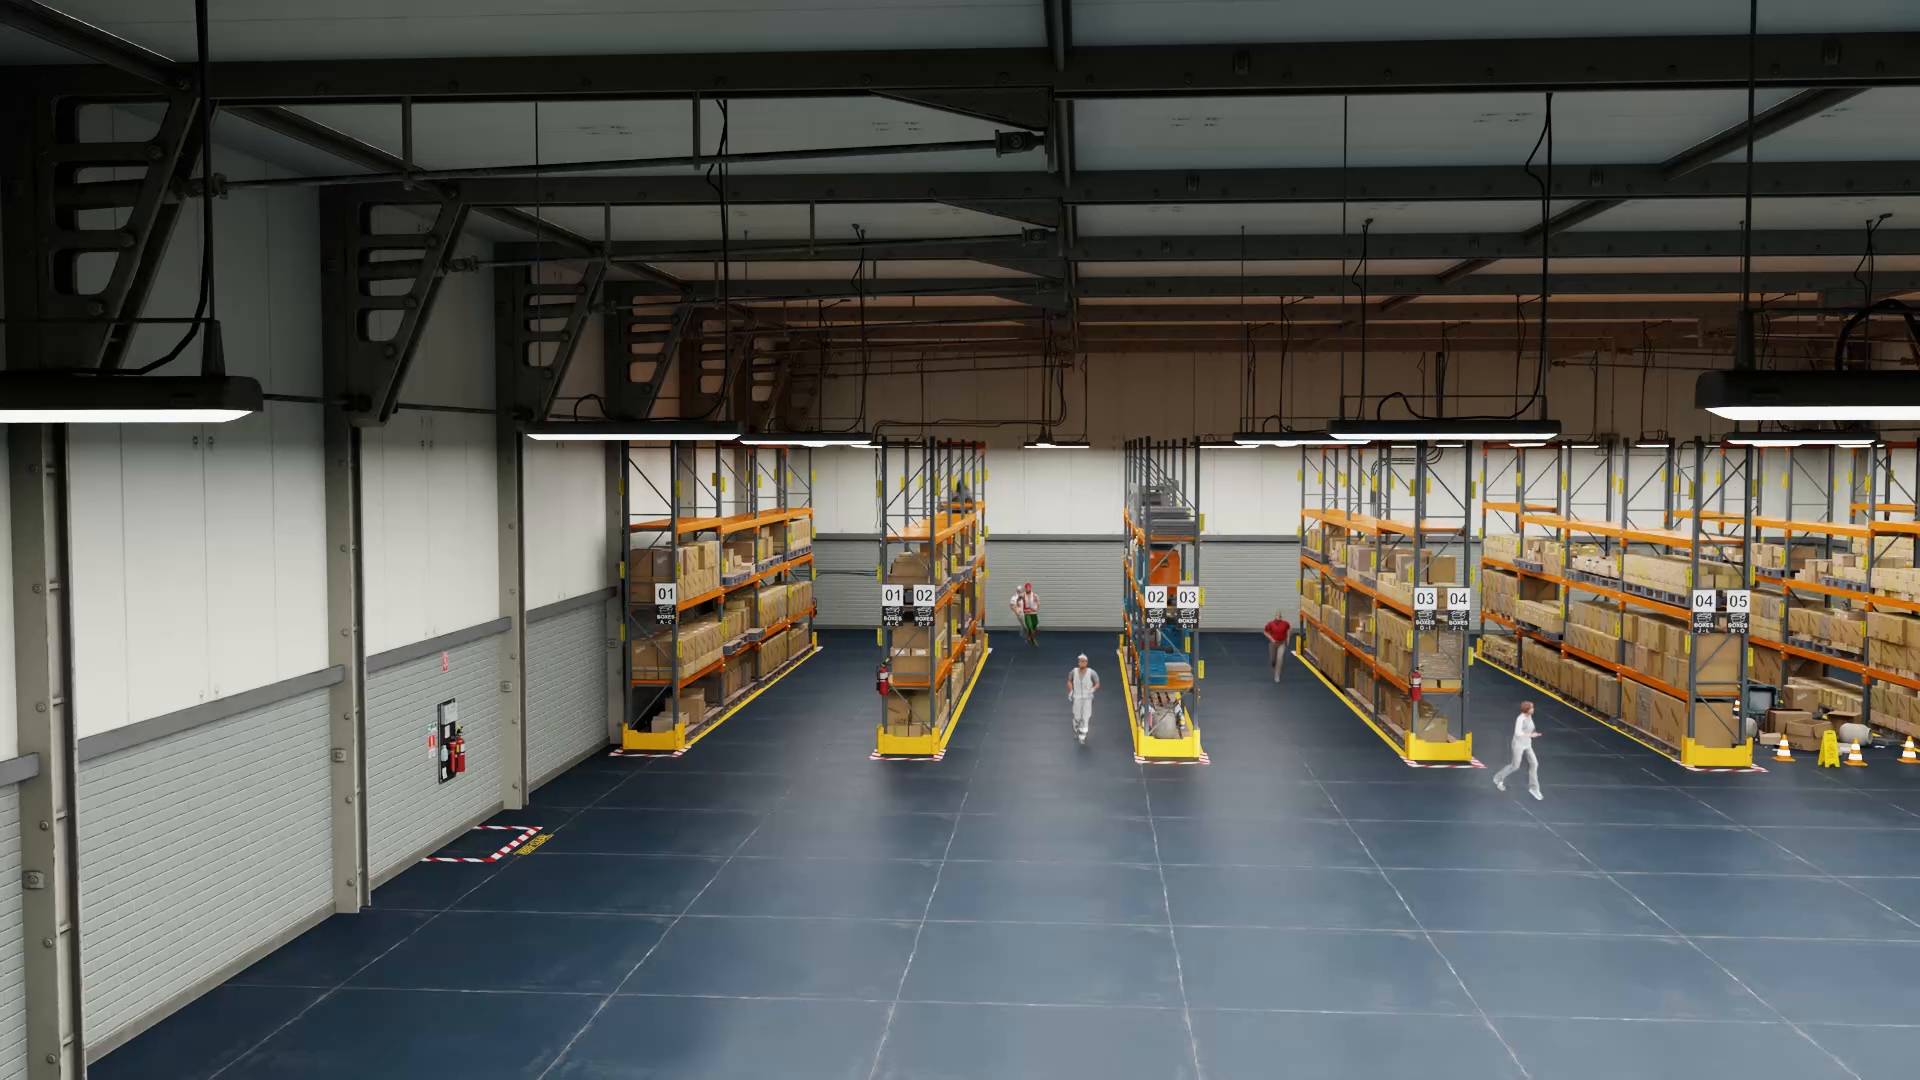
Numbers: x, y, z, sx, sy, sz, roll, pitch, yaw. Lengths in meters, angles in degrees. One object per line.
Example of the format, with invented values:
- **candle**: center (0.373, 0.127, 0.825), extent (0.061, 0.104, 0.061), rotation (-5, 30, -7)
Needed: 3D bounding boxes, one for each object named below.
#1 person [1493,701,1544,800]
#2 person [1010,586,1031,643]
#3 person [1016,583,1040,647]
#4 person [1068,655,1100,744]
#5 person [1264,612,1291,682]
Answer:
- **person**: center (9.269, 3.452, 27.537), extent (0.856, 1.619, 0.562), rotation (3, 4, 41)
- **person**: center (1.802, 2.147, 47.816), extent (0.662, 1.674, 0.496), rotation (-2, 4, -39)
- **person**: center (1.942, 2.097, 46.696), extent (0.653, 1.797, 0.941), rotation (0, 3, -7)
- **person**: center (2.403, 3.110, 32.452), extent (0.638, 1.748, 0.606), rotation (1, 3, 9)
- **person**: center (7.954, 2.646, 41.697), extent (0.686, 1.727, 0.986), rotation (0, 3, 5)
